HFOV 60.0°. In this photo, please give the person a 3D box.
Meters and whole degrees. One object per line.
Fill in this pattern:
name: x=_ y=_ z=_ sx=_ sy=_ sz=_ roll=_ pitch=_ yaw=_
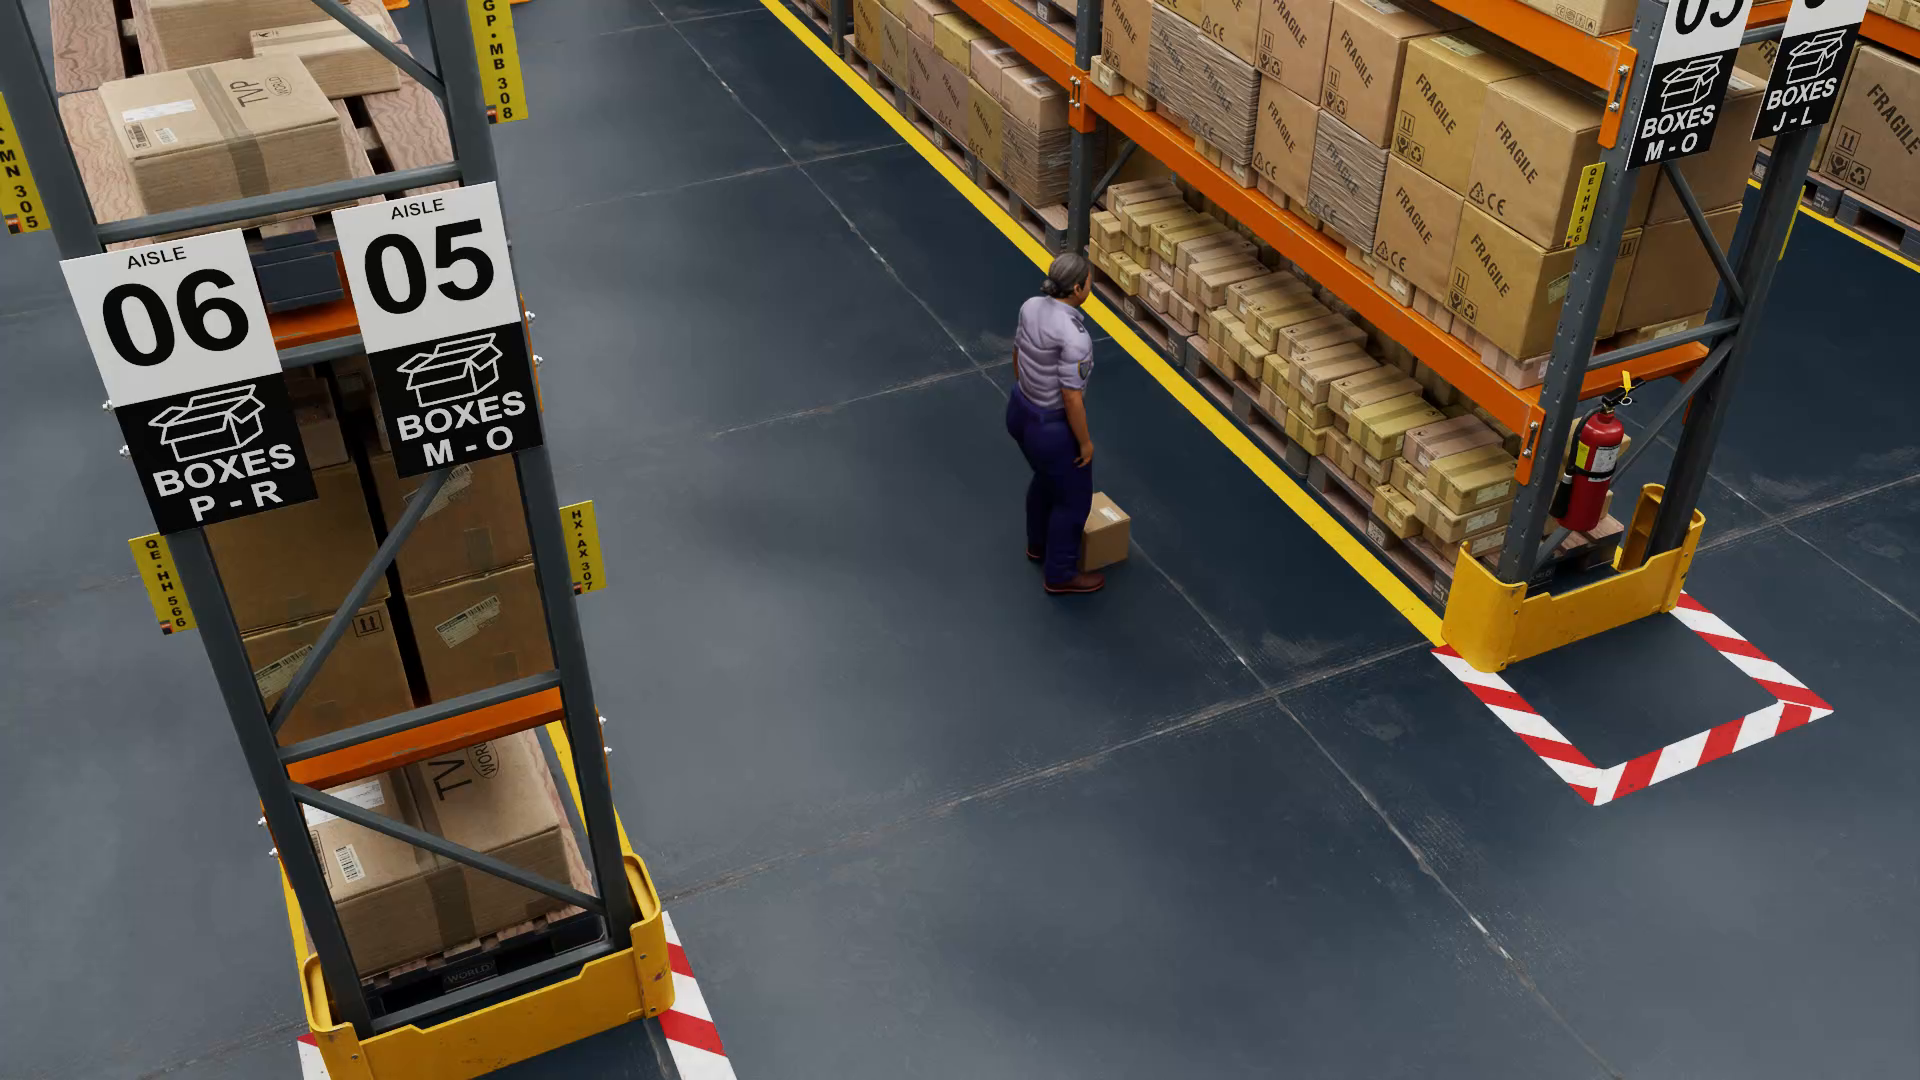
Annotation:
person: x=0.454 y=-0.529 z=7.562 sx=0.425 sy=1.636 sz=0.556 roll=-18 pitch=41 yaw=-22
